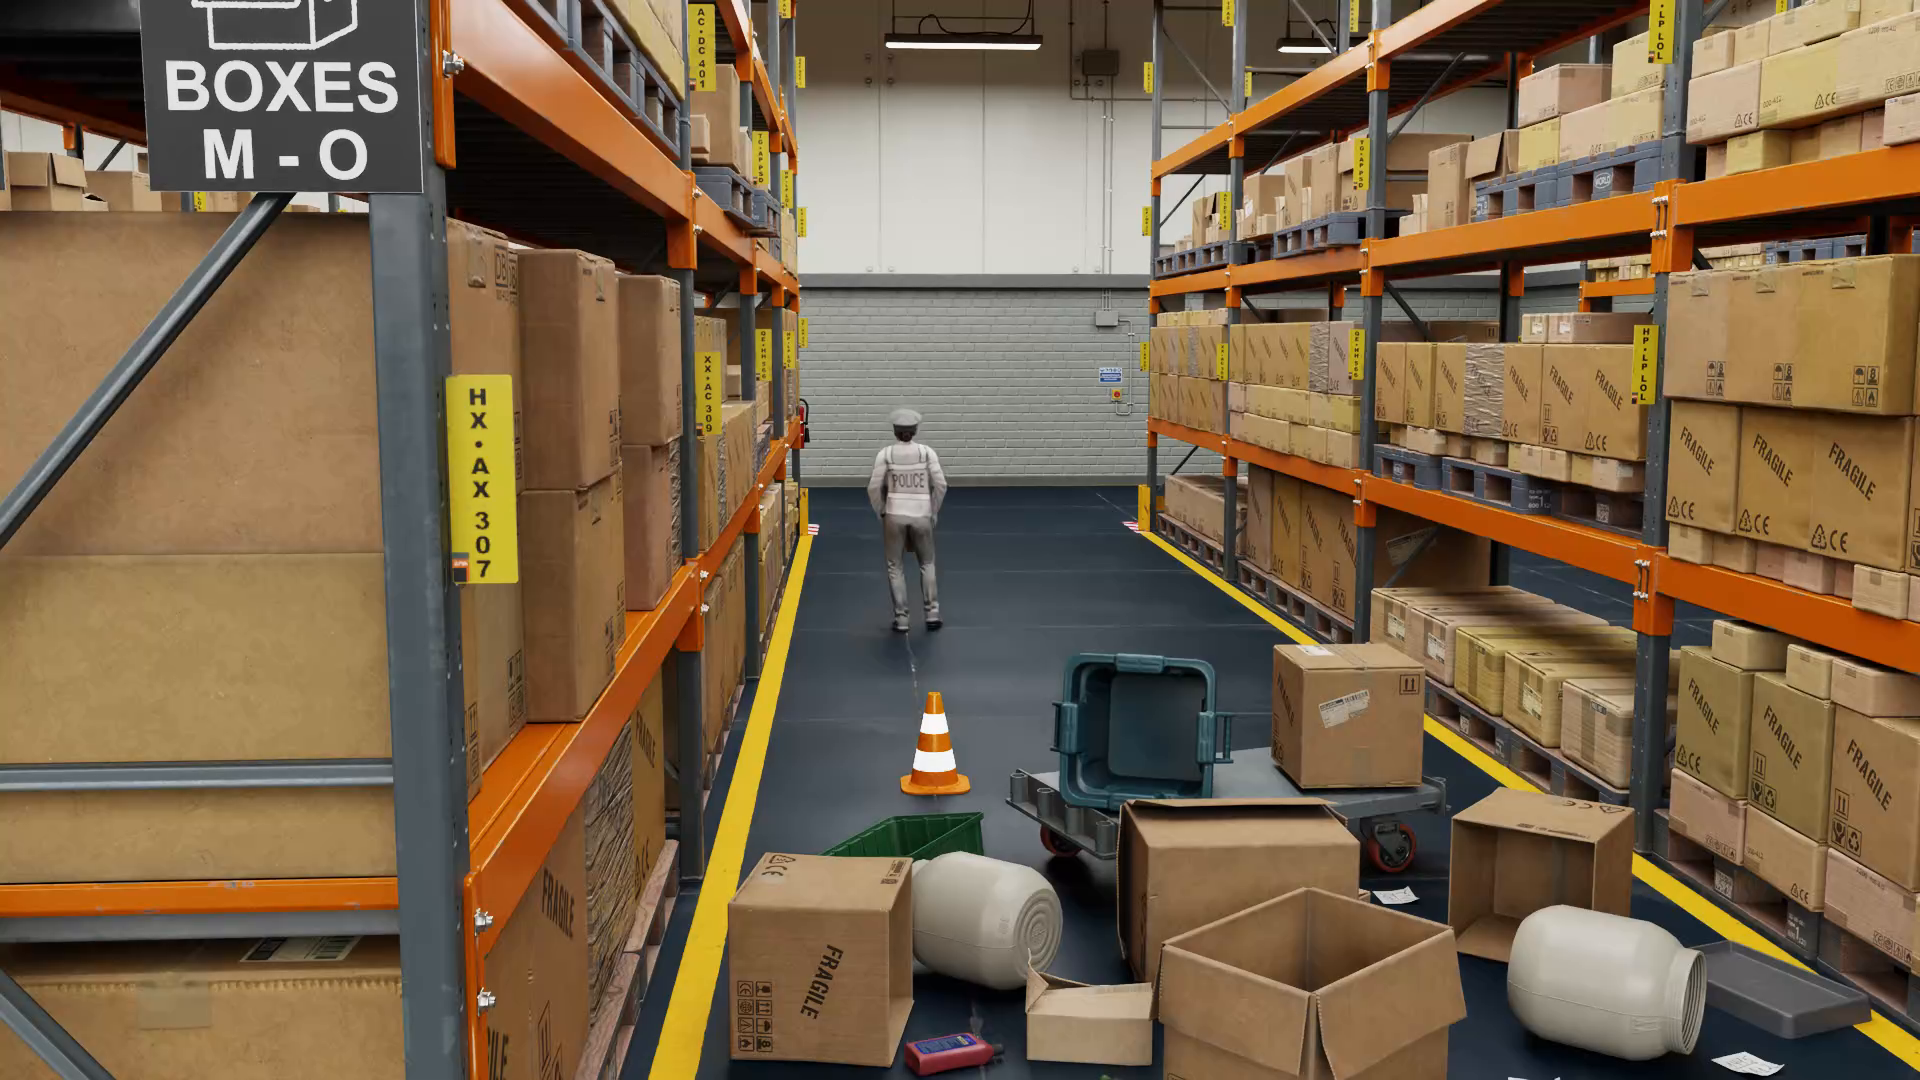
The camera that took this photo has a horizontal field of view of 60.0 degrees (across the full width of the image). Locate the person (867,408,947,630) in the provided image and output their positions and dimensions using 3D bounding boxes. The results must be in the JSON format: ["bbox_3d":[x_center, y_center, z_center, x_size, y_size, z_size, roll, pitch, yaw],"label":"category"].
[{"bbox_3d":[-0.403,-0.163,12.593,0.596,1.656,0.468,-1,7,-6],"label":"person"}]
